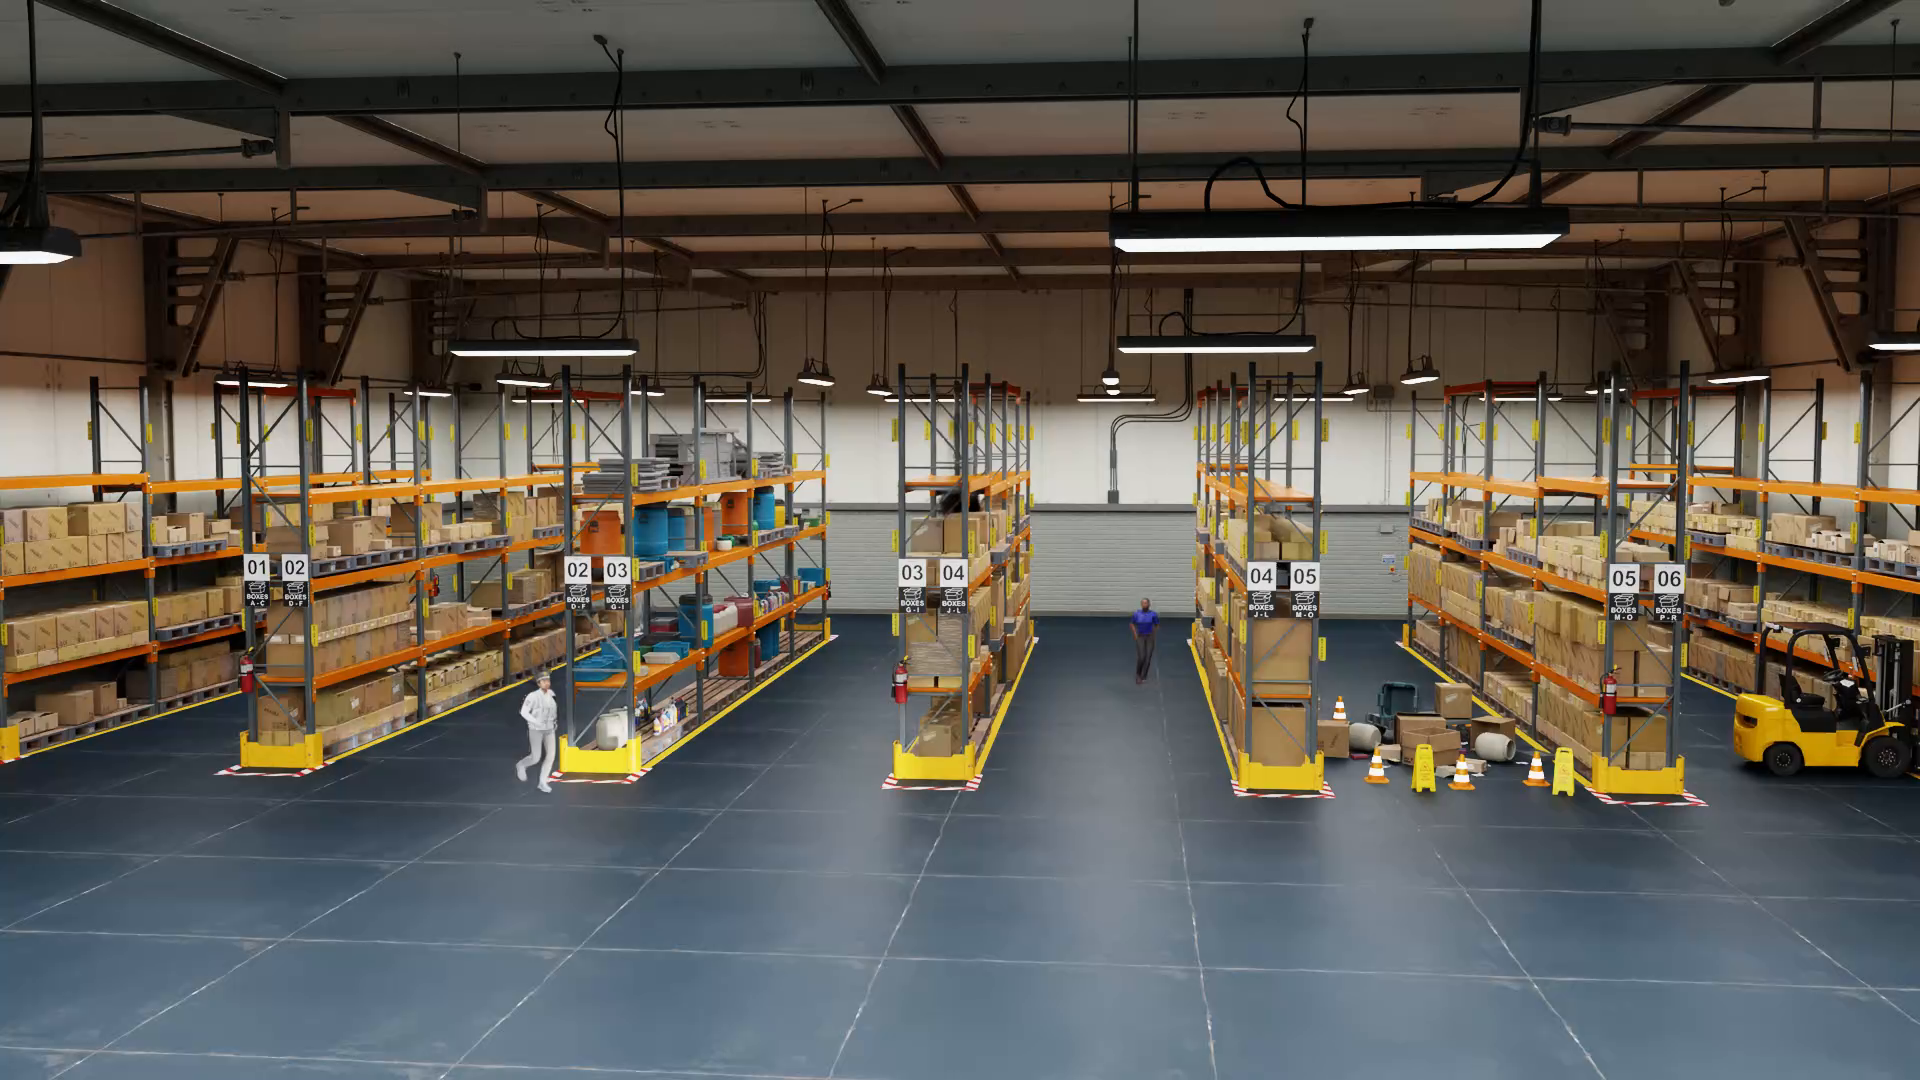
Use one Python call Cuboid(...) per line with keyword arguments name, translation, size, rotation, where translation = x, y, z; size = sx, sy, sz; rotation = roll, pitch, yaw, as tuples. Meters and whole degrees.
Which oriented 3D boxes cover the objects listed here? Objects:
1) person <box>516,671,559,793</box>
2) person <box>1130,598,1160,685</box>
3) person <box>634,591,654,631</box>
Cuboid(name="person", translation=(-5.923, 2.674, 23.460), size=(0.739, 1.678, 0.642), rotation=(3, 5, 43))
Cuboid(name="person", translation=(3.480, 1.911, 31.138), size=(0.560, 1.657, 0.571), rotation=(0, 4, 2))
Cuboid(name="person", translation=(-8.075, 1.483, 42.050), size=(0.596, 1.633, 0.582), rotation=(1, 4, 11))
